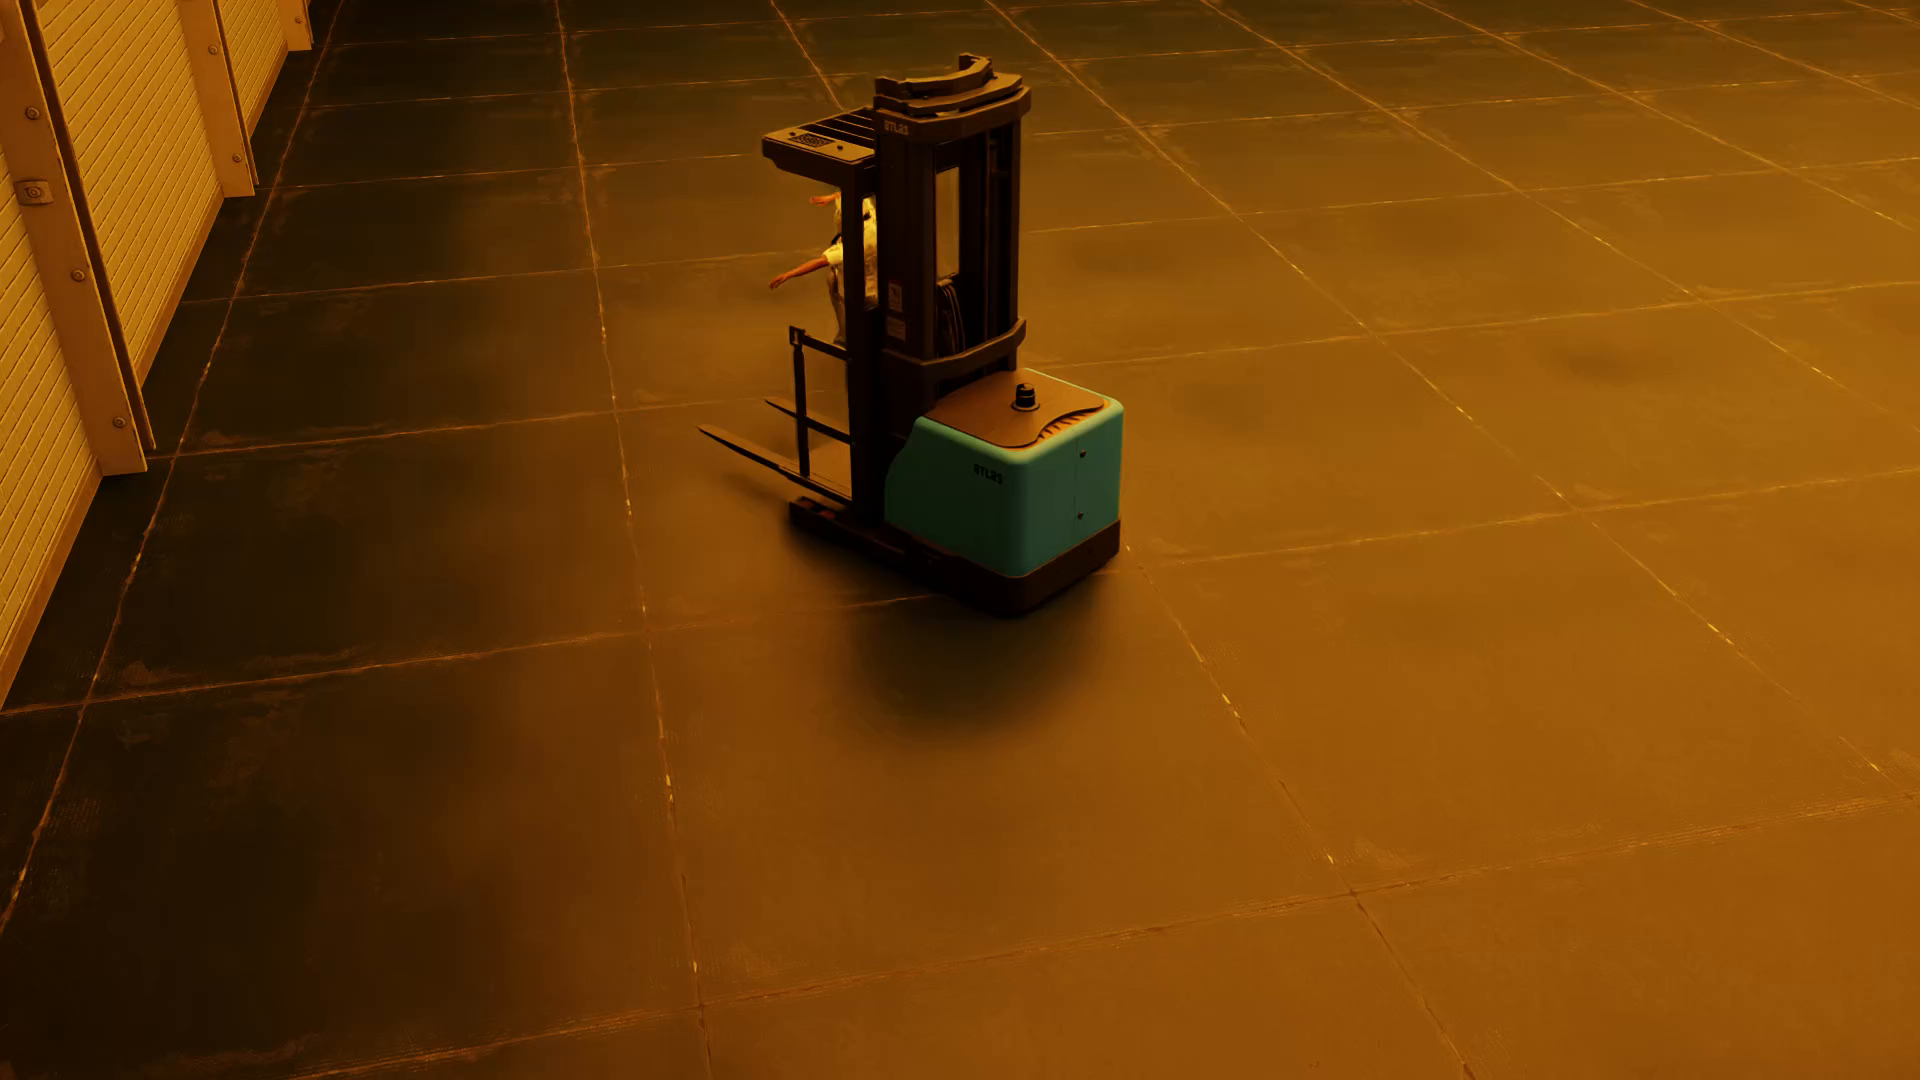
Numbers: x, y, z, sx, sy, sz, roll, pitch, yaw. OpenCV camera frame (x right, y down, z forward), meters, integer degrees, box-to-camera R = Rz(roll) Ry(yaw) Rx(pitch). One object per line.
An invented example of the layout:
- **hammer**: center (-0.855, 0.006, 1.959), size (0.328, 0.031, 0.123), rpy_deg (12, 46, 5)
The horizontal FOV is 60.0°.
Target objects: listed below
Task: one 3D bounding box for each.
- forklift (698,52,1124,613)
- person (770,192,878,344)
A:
- **forklift**: center (-0.451, -1.465, 10.105), size (3.031, 2.935, 1.130), rpy_deg (24, 38, 35)
- **person**: center (-1.030, -1.918, 12.447), size (0.964, 1.389, 0.885), rpy_deg (-11, 32, -18)
